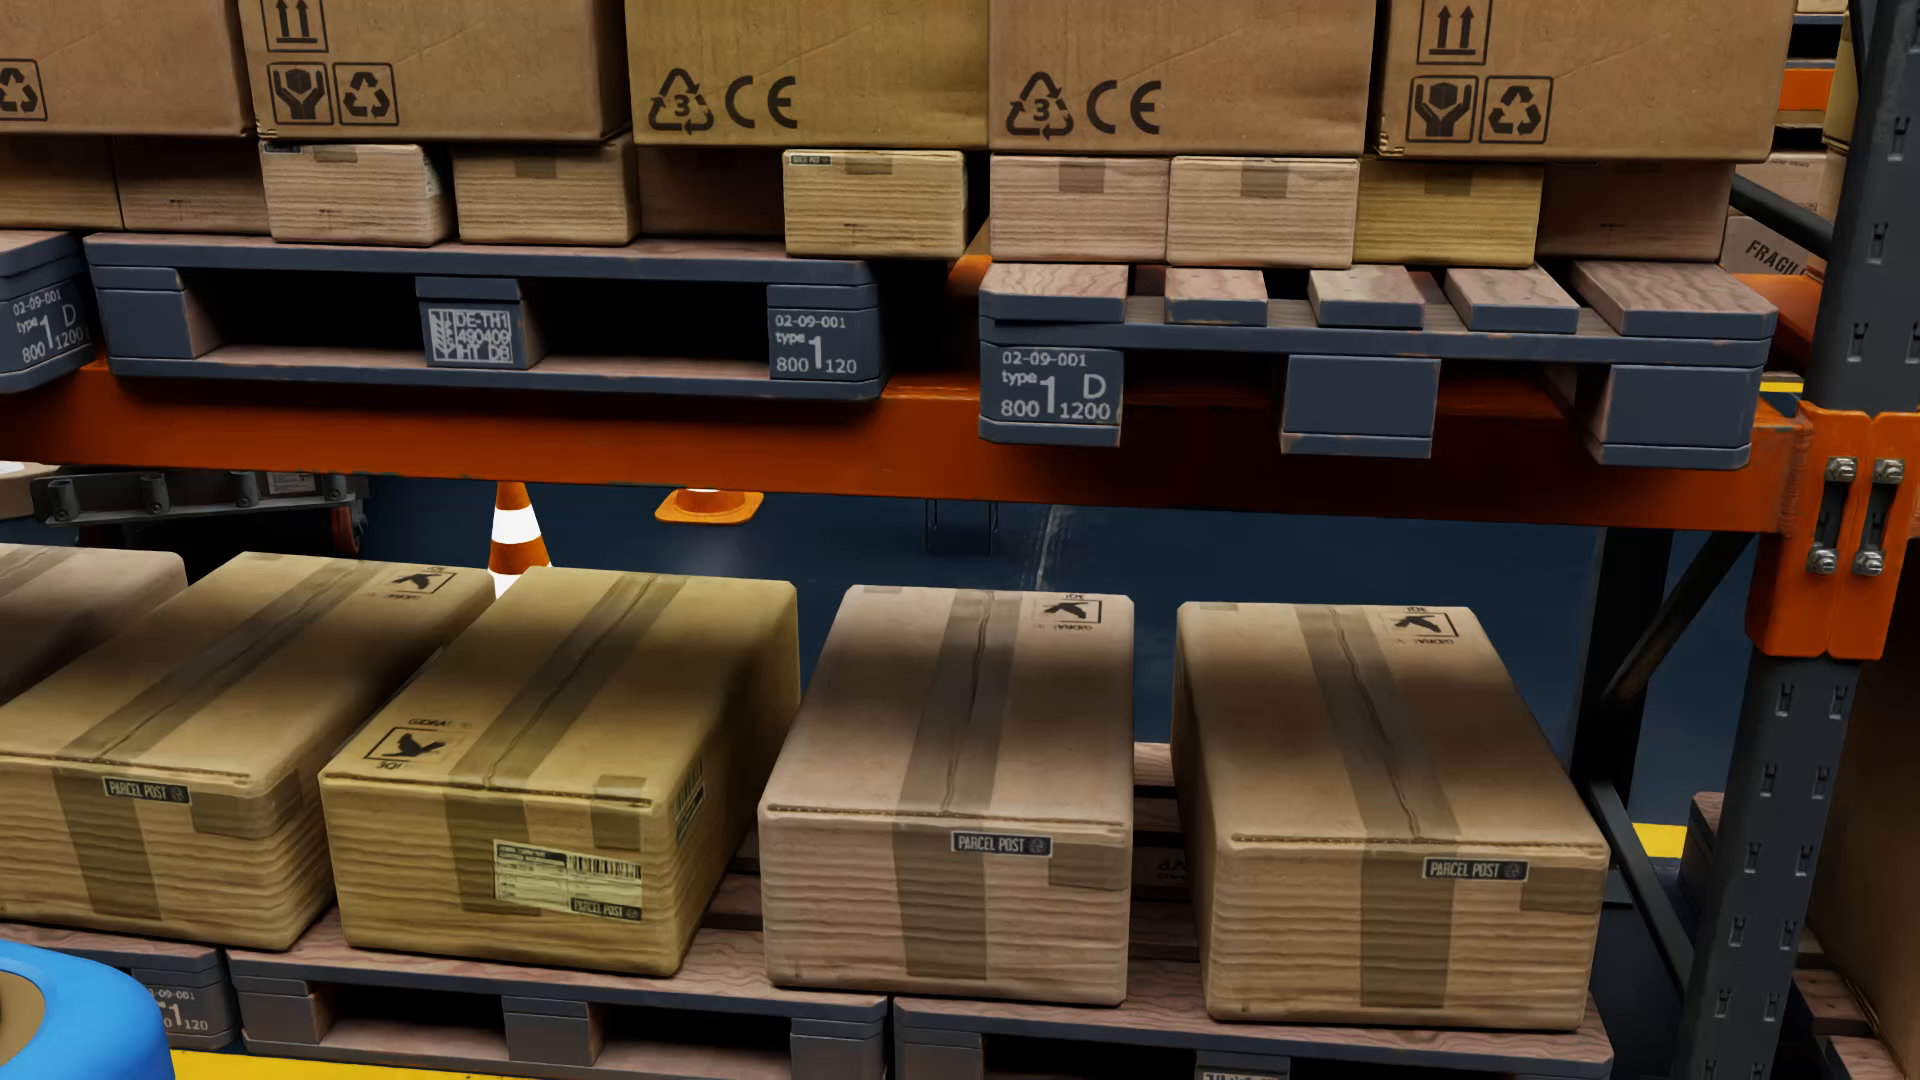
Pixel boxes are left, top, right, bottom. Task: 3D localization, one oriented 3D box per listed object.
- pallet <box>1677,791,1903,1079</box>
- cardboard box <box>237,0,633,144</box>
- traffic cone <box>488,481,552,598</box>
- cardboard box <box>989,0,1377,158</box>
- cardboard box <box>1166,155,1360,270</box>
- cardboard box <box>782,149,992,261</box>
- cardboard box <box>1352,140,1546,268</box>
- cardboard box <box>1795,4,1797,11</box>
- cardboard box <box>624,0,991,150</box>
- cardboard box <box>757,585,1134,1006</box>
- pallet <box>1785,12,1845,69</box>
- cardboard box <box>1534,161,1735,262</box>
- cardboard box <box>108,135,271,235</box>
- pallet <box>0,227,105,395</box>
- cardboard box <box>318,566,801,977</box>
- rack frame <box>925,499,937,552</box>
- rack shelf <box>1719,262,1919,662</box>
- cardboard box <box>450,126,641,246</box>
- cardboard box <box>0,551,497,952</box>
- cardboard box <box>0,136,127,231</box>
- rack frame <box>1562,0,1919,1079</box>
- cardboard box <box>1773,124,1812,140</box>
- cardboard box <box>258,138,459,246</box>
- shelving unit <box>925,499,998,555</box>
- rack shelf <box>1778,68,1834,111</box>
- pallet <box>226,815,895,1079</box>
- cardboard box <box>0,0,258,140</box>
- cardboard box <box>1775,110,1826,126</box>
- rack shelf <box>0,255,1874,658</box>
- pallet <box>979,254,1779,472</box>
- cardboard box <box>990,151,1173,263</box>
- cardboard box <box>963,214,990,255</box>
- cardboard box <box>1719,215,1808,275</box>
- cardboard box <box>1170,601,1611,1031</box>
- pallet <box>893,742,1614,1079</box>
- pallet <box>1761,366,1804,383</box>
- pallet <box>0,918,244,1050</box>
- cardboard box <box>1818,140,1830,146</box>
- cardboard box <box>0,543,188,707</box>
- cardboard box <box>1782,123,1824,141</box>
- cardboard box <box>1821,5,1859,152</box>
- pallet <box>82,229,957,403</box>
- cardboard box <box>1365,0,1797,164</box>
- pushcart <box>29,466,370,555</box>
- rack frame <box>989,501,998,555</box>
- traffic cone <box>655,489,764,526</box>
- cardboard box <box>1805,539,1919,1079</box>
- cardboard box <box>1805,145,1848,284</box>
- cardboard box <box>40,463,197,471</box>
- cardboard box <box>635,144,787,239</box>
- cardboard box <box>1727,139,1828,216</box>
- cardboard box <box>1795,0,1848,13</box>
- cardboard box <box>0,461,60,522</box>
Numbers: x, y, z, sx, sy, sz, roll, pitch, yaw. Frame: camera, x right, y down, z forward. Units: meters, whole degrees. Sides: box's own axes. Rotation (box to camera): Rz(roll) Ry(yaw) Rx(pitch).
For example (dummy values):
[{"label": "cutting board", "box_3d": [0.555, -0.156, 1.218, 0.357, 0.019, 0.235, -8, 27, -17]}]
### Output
[{"label": "pallet", "box_3d": [2.085, 0.836, 3.037, 1.213, 0.211, 1.003, 2, 22, 6]}, {"label": "cardboard box", "box_3d": [-0.731, -0.884, 2.484, 0.500, 0.500, 0.500, 2, 22, 4]}, {"label": "traffic cone", "box_3d": [-1.265, 0.027, 4.741, 0.334, 0.463, 0.336, 2, 22, 6]}, {"label": "cardboard box", "box_3d": [0.312, -0.839, 2.369, 0.500, 0.500, 0.500, 2, 22, 5]}, {"label": "cardboard box", "box_3d": [0.428, -0.508, 2.416, 0.250, 0.149, 0.380, 2, 22, 6]}, {"label": "cardboard box", "box_3d": [-0.096, -0.529, 2.469, 0.250, 0.149, 0.380, 3, 22, 7]}, {"label": "cardboard box", "box_3d": [0.683, -0.514, 2.430, 0.250, 0.149, 0.380, 3, 22, 7]}, {"label": "cardboard box", "box_3d": [3.281, -2.274, 6.883, 0.250, 0.149, 0.380, 3, 22, 8]}, {"label": "cardboard box", "box_3d": [-0.189, -0.860, 2.423, 0.500, 0.500, 0.500, 1, 22, 3]}, {"label": "cardboard box", "box_3d": [0.017, 0.448, 3.230, 0.625, 0.372, 0.950, 2, 22, 5]}, {"label": "pallet", "box_3d": [3.764, -2.174, 7.119, 1.213, 0.211, 1.003, 2, 22, 6]}, {"label": "cardboard box", "box_3d": [0.958, -0.529, 2.468, 0.250, 0.149, 0.380, 3, 22, 8]}, {"label": "cardboard box", "box_3d": [-1.116, -0.598, 2.643, 0.250, 0.149, 0.380, 3, 22, 7]}, {"label": "pallet", "box_3d": [-1.919, -0.520, 2.935, 1.213, 0.211, 1.003, 2, 22, 6]}, {"label": "cardboard box", "box_3d": [-0.735, 0.413, 3.319, 0.625, 0.372, 0.950, 3, 22, 8]}, {"label": "rack frame", "box_3d": [-0.093, -0.423, 5.285, 0.006, 0.900, 0.240, 2, 22, 6]}, {"label": "rack shelf", "box_3d": [3.297, -0.101, 2.594, 4.000, 0.370, 1.077, 2, 22, 6]}, {"label": "cardboard box", "box_3d": [-0.590, -0.567, 2.564, 0.250, 0.149, 0.380, 2, 22, 5]}, {"label": "cardboard box", "box_3d": [-1.426, 0.383, 3.393, 0.625, 0.372, 0.950, 4, 22, 10]}, {"label": "cardboard box", "box_3d": [-1.362, -0.609, 2.672, 0.250, 0.149, 0.380, 3, 22, 7]}, {"label": "rack frame", "box_3d": [1.311, -0.522, 2.680, 0.127, 3.000, 1.000, 2, 22, 6]}, {"label": "cardboard box", "box_3d": [3.509, -1.736, 7.559, 0.500, 0.250, 0.500, 3, 22, 8]}, {"label": "cardboard box", "box_3d": [-0.858, -0.568, 2.566, 0.250, 0.149, 0.380, 3, 22, 8]}, {"label": "shelving unit", "box_3d": [0.008, -0.418, 5.273, 0.210, 0.900, 0.258, 2, 22, 6]}, {"label": "rack shelf", "box_3d": [3.779, -1.912, 7.176, 4.000, 0.370, 1.077, 2, 22, 6]}, {"label": "pallet", "box_3d": [-0.673, 0.687, 3.416, 1.213, 0.211, 1.003, 2, 22, 6]}, {"label": "cardboard box", "box_3d": [-1.242, -0.902, 2.530, 0.500, 0.500, 0.500, 2, 22, 6]}, {"label": "cardboard box", "box_3d": [5.812, -3.195, 11.759, 0.875, 0.875, 1.225, 3, 22, 6]}, {"label": "rack shelf", "box_3d": [-0.675, -0.274, 3.031, 4.000, 0.370, 1.077, 2, 22, 6]}, {"label": "pallet", "box_3d": [0.591, -0.425, 2.695, 1.003, 0.211, 1.213, 2, 22, 6]}, {"label": "cardboard box", "box_3d": [0.179, -0.522, 2.451, 0.250, 0.149, 0.380, 1, 22, 4]}, {"label": "cardboard box", "box_3d": [0.331, -1.578, 7.841, 0.750, 0.750, 1.050, 3, 22, 7]}, {"label": "cardboard box", "box_3d": [3.476, -1.202, 7.228, 0.500, 0.500, 0.500, 2, 22, 5]}, {"label": "cardboard box", "box_3d": [0.751, 0.477, 3.157, 0.625, 0.372, 0.950, 1, 22, 3]}, {"label": "pallet", "box_3d": [0.535, 0.740, 3.280, 1.213, 0.211, 1.003, 2, 22, 6]}, {"label": "pallet", "box_3d": [3.777, -0.949, 7.553, 1.213, 0.211, 1.003, 2, 22, 6]}, {"label": "pallet", "box_3d": [-1.888, 0.635, 3.547, 1.213, 0.211, 1.003, 2, 22, 6]}, {"label": "cardboard box", "box_3d": [3.961, -1.527, 7.031, 0.500, 0.250, 0.500, 2, 22, 4]}, {"label": "cardboard box", "box_3d": [-2.140, 0.354, 3.469, 0.625, 0.372, 0.950, 3, 22, 7]}, {"label": "cardboard box", "box_3d": [4.028, -1.716, 7.510, 0.500, 0.250, 0.500, 3, 22, 8]}, {"label": "cardboard box", "box_3d": [1.822, -0.756, 2.797, 0.500, 0.250, 0.500, 2, 22, 6]}, {"label": "pallet", "box_3d": [-0.660, -0.503, 2.894, 1.213, 0.211, 1.003, 2, 22, 6]}, {"label": "cardboard box", "box_3d": [0.827, -0.820, 2.323, 0.500, 0.500, 0.500, 2, 22, 5]}, {"label": "pushcart", "box_3d": [-2.442, -0.310, 5.711, 0.936, 0.377, 1.648, -5, 22, -12]}, {"label": "rack frame", "box_3d": [0.109, -0.414, 5.262, 0.006, 0.900, 0.240, 2, 22, 6]}, {"label": "traffic cone", "box_3d": [-0.859, -0.325, 5.633, 0.334, 0.463, 0.336, 2, 22, 6]}, {"label": "cardboard box", "box_3d": [1.987, 0.331, 2.841, 0.875, 0.875, 0.875, 2, 22, 6]}, {"label": "cardboard box", "box_3d": [1.844, -0.525, 2.892, 0.500, 0.250, 0.500, 2, 22, 4]}, {"label": "cardboard box", "box_3d": [-2.481, -0.536, 5.085, 0.500, 0.500, 0.500, 2, 22, 6]}, {"label": "cardboard box", "box_3d": [-0.331, -0.586, 2.612, 0.250, 0.149, 0.380, 3, 22, 7]}, {"label": "cardboard box", "box_3d": [3.443, -1.549, 7.087, 0.500, 0.250, 0.500, 3, 22, 7]}, {"label": "cardboard box", "box_3d": [3.531, -2.262, 6.853, 0.250, 0.149, 0.380, 3, 22, 7]}, {"label": "cardboard box", "box_3d": [-3.218, -0.242, 5.692, 0.396, 0.266, 0.258, -14, 25, -31]}]
